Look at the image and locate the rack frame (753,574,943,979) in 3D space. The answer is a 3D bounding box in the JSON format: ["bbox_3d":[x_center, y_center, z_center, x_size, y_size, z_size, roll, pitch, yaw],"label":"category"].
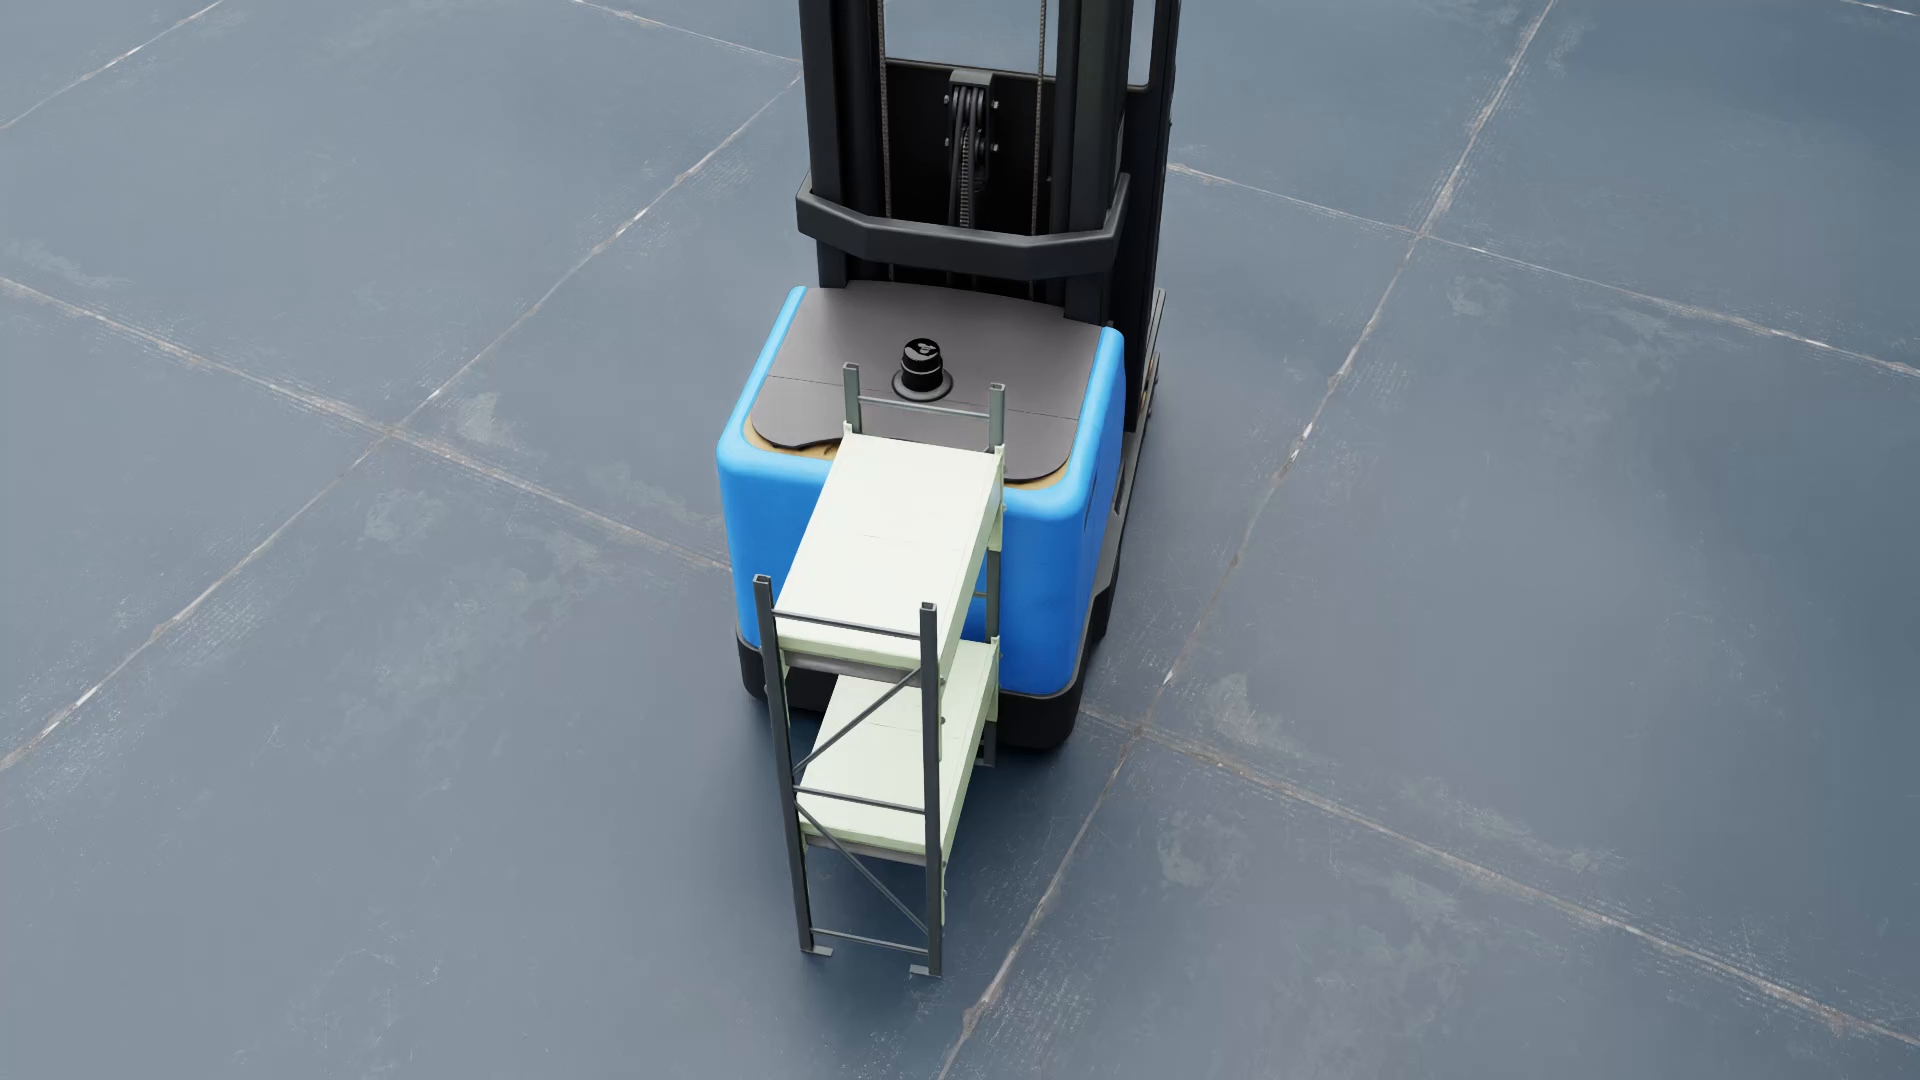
[{"bbox_3d":[-0.246,0.638,4.065,0.400,1.500,0.023,9,46,9],"label":"rack frame"}]

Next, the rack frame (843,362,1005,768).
[{"bbox_3d":[-0.088,0.130,4.567,0.400,1.500,0.023,9,46,9],"label":"rack frame"}]

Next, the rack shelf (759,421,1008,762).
[{"bbox_3d":[-0.167,0.110,4.038,0.431,0.370,0.720,9,46,9],"label":"rack shelf"}]

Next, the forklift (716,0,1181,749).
[{"bbox_3d":[0.134,-1.465,5.138,1.130,2.935,3.031,9,46,9],"label":"forklift"}]

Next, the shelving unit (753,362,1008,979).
[{"bbox_3d":[-0.167,0.384,4.316,0.431,1.500,0.755,9,46,9],"label":"shelving unit"}]

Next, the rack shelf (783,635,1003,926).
[{"bbox_3d":[-0.167,0.613,4.548,0.431,0.370,0.720,9,46,9],"label":"rack shelf"}]
